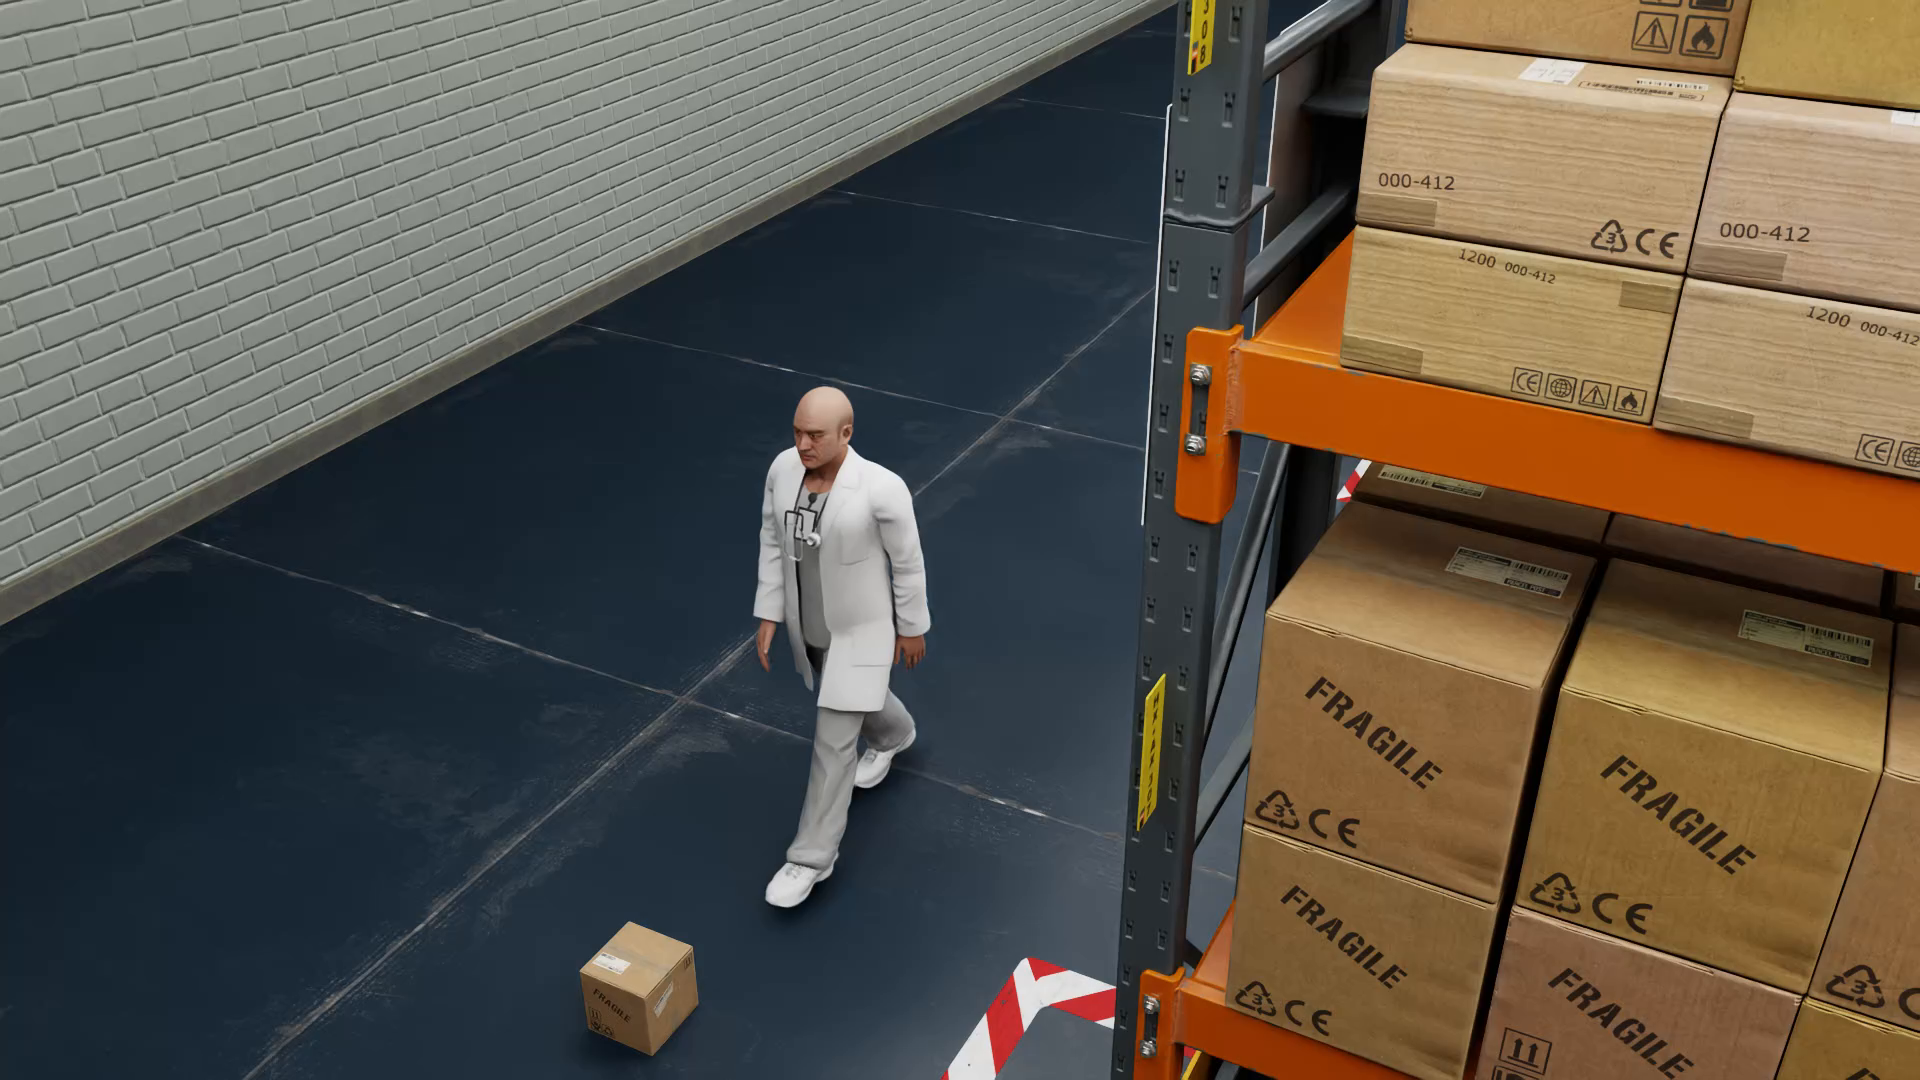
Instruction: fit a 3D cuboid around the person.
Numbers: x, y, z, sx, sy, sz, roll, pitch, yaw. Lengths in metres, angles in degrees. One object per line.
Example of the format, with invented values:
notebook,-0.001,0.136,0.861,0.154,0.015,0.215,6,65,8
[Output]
person,-0.432,0.288,5.632,0.589,1.737,1.083,19,35,29
